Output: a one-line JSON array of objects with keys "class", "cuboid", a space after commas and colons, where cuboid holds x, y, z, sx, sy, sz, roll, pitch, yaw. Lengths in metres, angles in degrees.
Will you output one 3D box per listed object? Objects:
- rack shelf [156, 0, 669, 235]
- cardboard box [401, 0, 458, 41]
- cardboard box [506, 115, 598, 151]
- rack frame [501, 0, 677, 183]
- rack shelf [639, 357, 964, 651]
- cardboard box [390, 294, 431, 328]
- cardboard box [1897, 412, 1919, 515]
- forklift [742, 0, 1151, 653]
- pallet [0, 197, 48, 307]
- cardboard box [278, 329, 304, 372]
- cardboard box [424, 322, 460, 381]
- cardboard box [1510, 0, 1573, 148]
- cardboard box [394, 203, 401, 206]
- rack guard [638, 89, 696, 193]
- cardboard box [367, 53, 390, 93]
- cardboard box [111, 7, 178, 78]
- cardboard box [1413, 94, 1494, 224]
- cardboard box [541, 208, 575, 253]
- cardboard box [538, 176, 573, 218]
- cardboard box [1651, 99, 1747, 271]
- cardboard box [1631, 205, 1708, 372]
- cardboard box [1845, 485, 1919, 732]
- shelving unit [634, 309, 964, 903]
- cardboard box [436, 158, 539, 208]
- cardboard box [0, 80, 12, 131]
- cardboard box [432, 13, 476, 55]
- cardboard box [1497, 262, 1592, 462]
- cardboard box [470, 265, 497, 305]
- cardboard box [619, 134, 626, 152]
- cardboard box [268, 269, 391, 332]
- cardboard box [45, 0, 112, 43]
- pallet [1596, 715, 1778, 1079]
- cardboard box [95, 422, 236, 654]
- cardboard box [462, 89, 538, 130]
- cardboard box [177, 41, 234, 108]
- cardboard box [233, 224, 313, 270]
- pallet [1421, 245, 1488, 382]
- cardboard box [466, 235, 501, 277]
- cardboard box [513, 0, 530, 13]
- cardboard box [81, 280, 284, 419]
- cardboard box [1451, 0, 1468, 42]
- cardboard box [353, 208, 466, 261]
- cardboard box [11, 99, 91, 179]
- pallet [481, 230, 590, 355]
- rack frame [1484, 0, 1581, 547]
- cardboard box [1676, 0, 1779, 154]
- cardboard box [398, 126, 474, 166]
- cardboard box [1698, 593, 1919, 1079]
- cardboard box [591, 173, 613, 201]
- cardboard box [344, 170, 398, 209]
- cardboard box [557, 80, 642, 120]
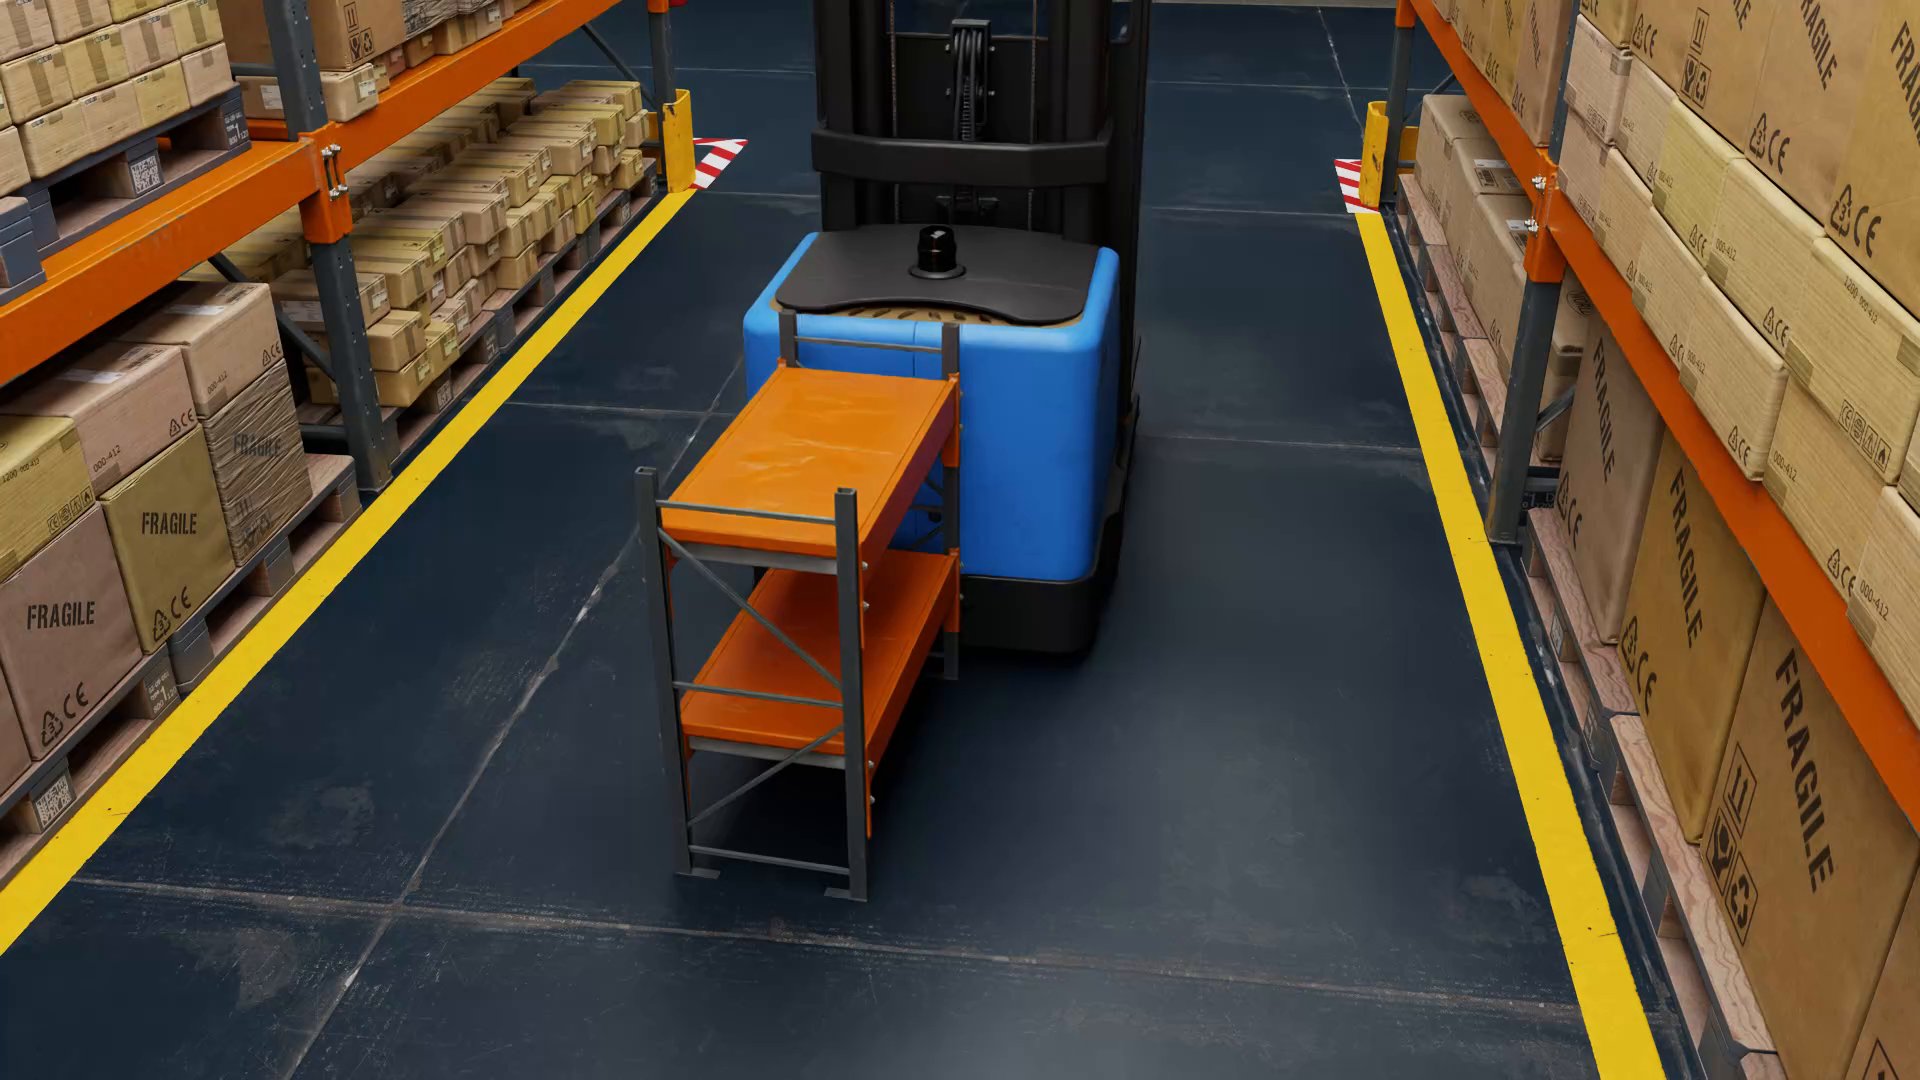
[{"class": "rack shelf", "cuboid": [-2.357, -2.168, 7.369, 1.077, 0.370, 4.000, 3, 28, 6]}, {"class": "cardboard box", "cuboid": [-2.238, -2.170, 6.196, 0.500, 0.500, 0.500, 3, 28, 6]}, {"class": "cardboard box", "cuboid": [-2.014, -1.991, 8.219, 0.380, 0.149, 0.250, 2, 28, 4]}, {"class": "rack frame", "cuboid": [-2.112, -3.426, 8.946, 1.000, 3.000, 0.127, 3, 28, 6]}, {"class": "rack shelf", "cuboid": [-0.359, -0.127, 4.183, 0.538, 0.278, 1.000, 6, 29, 11]}, {"class": "cardboard box", "cuboid": [-2.298, -0.880, 6.470, 0.380, 0.149, 0.250, 4, 29, 7]}, {"class": "cardboard box", "cuboid": [1.699, -0.058, 2.327, 0.500, 0.250, 0.500, 3, 28, 5]}, {"class": "forklift", "cuboid": [0.106, -1.630, 5.685, 1.130, 2.935, 3.031, 4, 29, 8]}, {"class": "pallet", "cuboid": [-2.890, -0.510, 3.736, 1.003, 0.211, 1.213, 3, 28, 6]}, {"class": "cardboard box", "cuboid": [-2.777, -0.794, 6.625, 0.380, 0.149, 0.250, 4, 29, 8]}, {"class": "cardboard box", "cuboid": [-2.206, -0.751, 6.544, 0.380, 0.149, 0.250, 4, 29, 8]}, {"class": "cardboard box", "cuboid": [2.126, -1.580, 5.415, 0.500, 0.500, 0.500, 4, 29, 7]}, {"class": "cardboard box", "cuboid": [-2.575, -1.507, 7.634, 0.380, 0.149, 0.250, 5, 29, 9]}, {"class": "rack guard", "cuboid": [-2.121, -2.289, 9.473, 1.175, 0.500, 0.348, 3, 28, 6]}, {"class": "cardboard box", "cuboid": [-2.285, -1.673, 5.957, 0.380, 0.149, 0.250, 4, 29, 8]}, {"class": "cardboard box", "cuboid": [-2.486, -1.425, 4.741, 0.380, 0.149, 0.250, 4, 29, 7]}, {"class": "cardboard box", "cuboid": [2.831, -1.926, 8.421, 0.875, 0.438, 0.875, 2, 28, 4]}, {"class": "cardboard box", "cuboid": [-2.058, -1.481, 7.900, 0.380, 0.149, 0.250, 4, 29, 7]}, {"class": "cardboard box", "cuboid": [-2.056, -1.613, 7.830, 0.380, 0.149, 0.250, 5, 29, 9]}, {"class": "cardboard box", "cuboid": [1.865, -0.783, 3.672, 0.500, 0.250, 0.500, 4, 29, 7]}, {"class": "cardboard box", "cuboid": [1.867, -0.561, 3.787, 0.500, 0.250, 0.500, 3, 28, 6]}, {"class": "cardboard box", "cuboid": [1.684, 0.152, 2.464, 0.500, 0.250, 0.500, 4, 29, 7]}, {"class": "shelving unit", "cuboid": [-0.359, 0.130, 4.322, 0.538, 1.125, 1.048, 6, 29, 11]}, {"class": "cardboard box", "cuboid": [-2.138, -1.619, 7.528, 0.380, 0.149, 0.250, 3, 29, 6]}, {"class": "cardboard box", "cuboid": [-2.582, -1.057, 4.058, 0.380, 0.149, 0.250, 2, 28, 4]}, {"class": "cardboard box", "cuboid": [-2.169, -2.044, 6.645, 0.380, 0.149, 0.250, 4, 29, 7]}, {"class": "cardboard box", "cuboid": [2.506, -0.649, 6.051, 0.875, 0.438, 0.875, 3, 28, 5]}, {"class": "cardboard box", "cuboid": [-2.247, -1.122, 7.233, 0.380, 0.149, 0.250, 2, 28, 4]}, {"class": "cardboard box", "cuboid": [-1.979, -2.102, 8.738, 0.380, 0.149, 0.250, 3, 28, 5]}, {"class": "cardboard box", "cuboid": [-2.354, -0.885, 6.165, 0.380, 0.149, 0.250, 4, 29, 8]}, {"class": "cardboard box", "cuboid": [-2.523, -1.431, 4.438, 0.380, 0.149, 0.250, 2, 28, 5]}, {"class": "pallet", "cuboid": [2.156, 0.868, 3.916, 1.003, 0.211, 1.213, 3, 28, 6]}, {"class": "cardboard box", "cuboid": [-2.506, -0.023, 4.822, 0.500, 0.500, 0.500, 3, 28, 5]}, {"class": "cardboard box", "cuboid": [-2.428, -2.254, 8.707, 0.380, 0.149, 0.250, 4, 29, 7]}, {"class": "cardboard box", "cuboid": [-2.454, -1.419, 5.043, 0.380, 0.149, 0.250, 3, 28, 5]}, {"class": "cardboard box", "cuboid": [-2.802, -1.157, 6.671, 0.380, 0.149, 0.250, 3, 28, 6]}, {"class": "pallet", "cuboid": [2.641, -1.004, 7.392, 1.003, 0.211, 1.213, 3, 28, 6]}, {"class": "cardboard box", "cuboid": [-2.211, -1.252, 7.160, 0.380, 0.149, 0.250, 5, 29, 9]}, {"class": "cardboard box", "cuboid": [-2.133, -2.418, 7.341, 0.380, 0.149, 0.250, 4, 29, 7]}, {"class": "cardboard box", "cuboid": [-2.443, -0.592, 5.089, 0.500, 0.250, 0.500, 3, 28, 5]}, {"class": "cardboard box", "cuboid": [2.310, -2.306, 6.761, 0.500, 0.500, 0.500, 4, 29, 8]}, {"class": "cardboard box", "cuboid": [-2.270, -1.257, 6.856, 0.380, 0.149, 0.250, 3, 28, 5]}, {"class": "cardboard box", "cuboid": [-2.549, -1.061, 4.379, 0.380, 0.149, 0.250, 2, 28, 4]}, {"class": "pallet", "cuboid": [-2.408, -1.209, 7.772, 1.003, 0.211, 1.213, 3, 28, 6]}, {"class": "rack frame", "cuboid": [2.323, -1.303, 5.006, 1.000, 3.000, 0.127, 3, 28, 6]}, {"class": "cardboard box", "cuboid": [1.885, -1.120, 3.506, 0.500, 0.500, 0.500, 3, 28, 5]}, {"class": "cardboard box", "cuboid": [-2.577, -1.891, 8.033, 0.380, 0.149, 0.250, 4, 29, 8]}, {"class": "cardboard box", "cuboid": [2.113, 0.591, 3.288, 0.875, 0.875, 0.875, 4, 29, 7]}, {"class": "cardboard box", "cuboid": [-2.018, -1.849, 8.583, 0.380, 0.149, 0.250, 3, 28, 6]}, {"class": "cardboard box", "cuboid": [-2.730, -1.535, 7.373, 0.380, 0.149, 0.250, 2, 28, 4]}, {"class": "cardboard box", "cuboid": [-1.925, -2.353, 8.892, 0.380, 0.149, 0.250, 4, 29, 7]}]
